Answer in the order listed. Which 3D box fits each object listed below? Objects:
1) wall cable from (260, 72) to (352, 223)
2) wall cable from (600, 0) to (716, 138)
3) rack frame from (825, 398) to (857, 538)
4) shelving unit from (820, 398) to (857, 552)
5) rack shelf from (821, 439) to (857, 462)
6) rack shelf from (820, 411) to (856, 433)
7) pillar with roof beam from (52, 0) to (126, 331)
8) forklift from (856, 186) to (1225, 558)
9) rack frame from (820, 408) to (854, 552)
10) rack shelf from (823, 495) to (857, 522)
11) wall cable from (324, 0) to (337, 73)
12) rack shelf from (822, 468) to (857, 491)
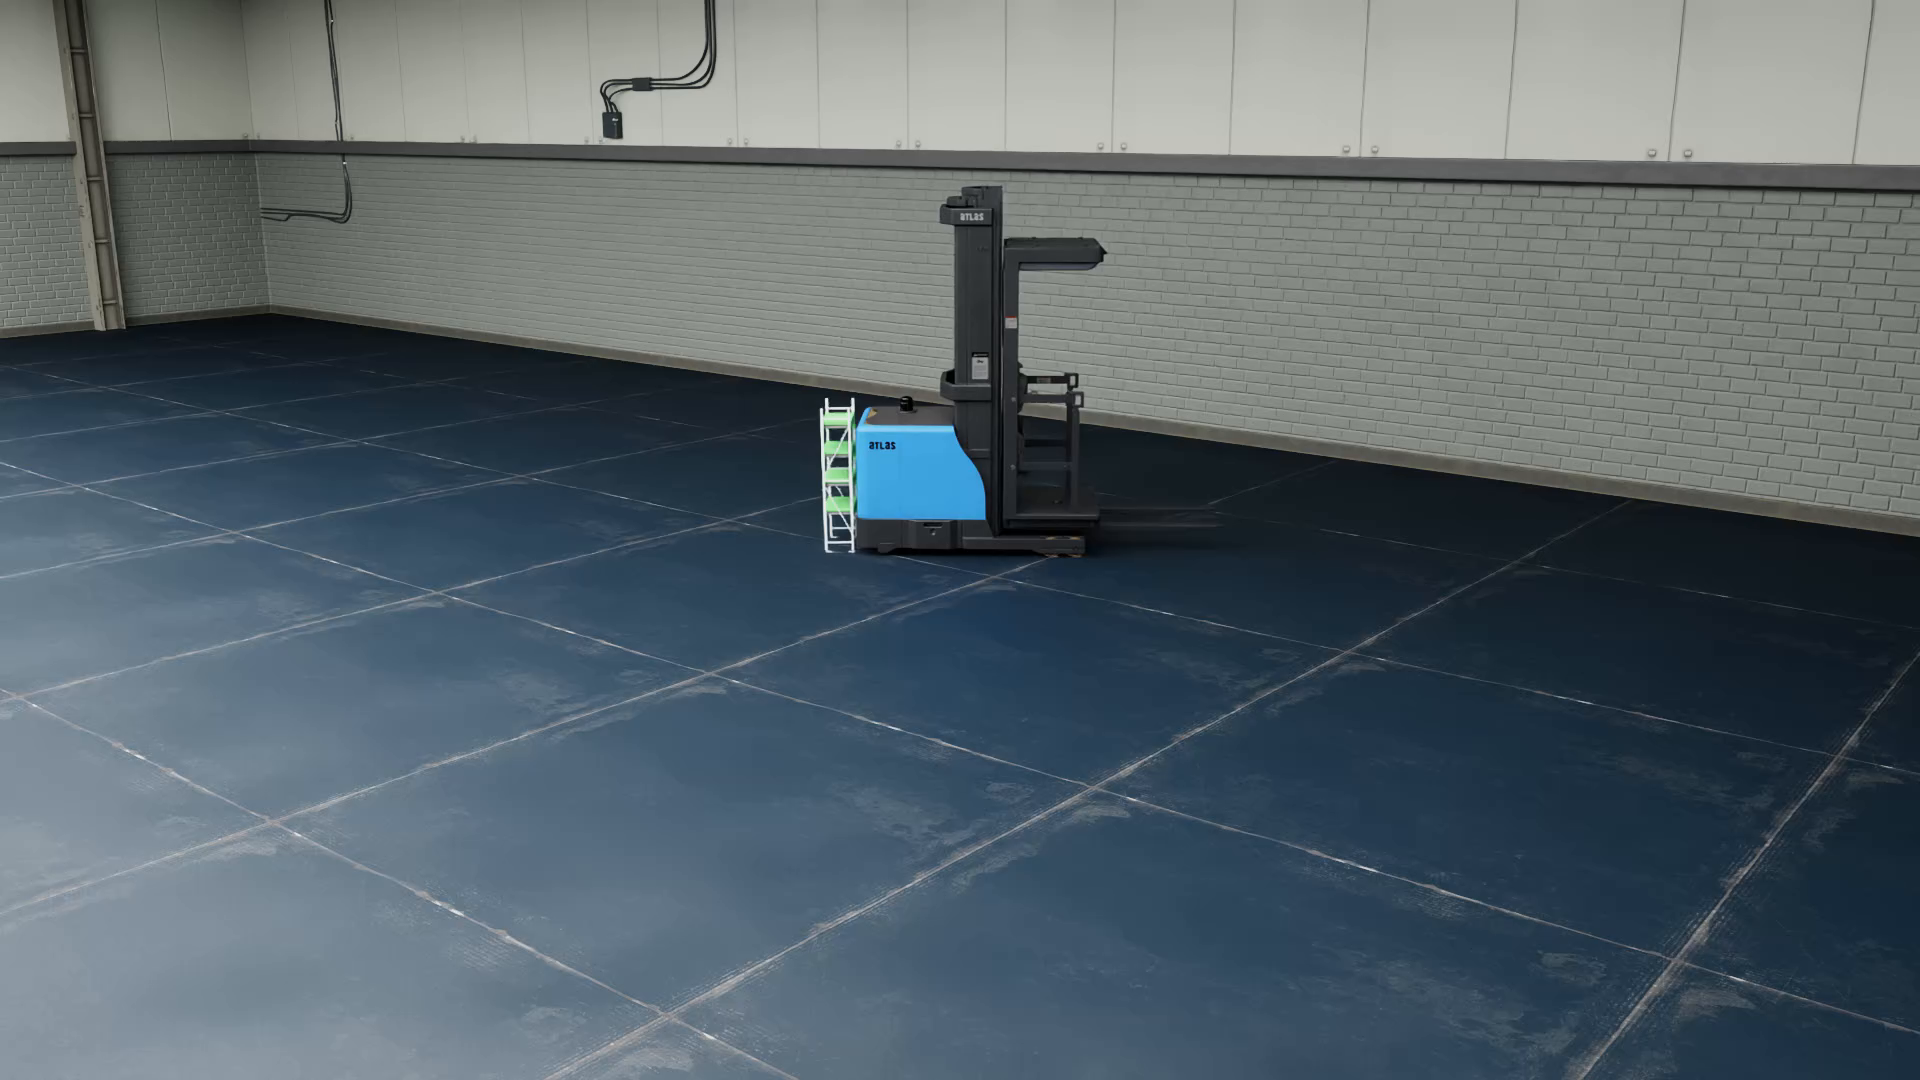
[{"bbox_3d":[-11.552,-6.803,28.931,3.097,2.526,0.112,11,18,38],"label":"wall cable"},{"bbox_3d":[-4.178,-8.484,22.335,2.305,6.003,0.169,11,18,38],"label":"wall cable"},{"bbox_3d":[-0.997,-0.603,14.053,0.240,1.200,0.015,-1,14,1],"label":"rack frame"},{"bbox_3d":[-0.999,-0.543,13.817,0.258,1.200,0.503,-1,14,1],"label":"shelving unit"},{"bbox_3d":[-1.002,-0.714,13.773,0.258,0.148,0.480,-1,14,1],"label":"rack shelf"},{"bbox_3d":[-1.005,-0.947,13.714,0.258,0.148,0.480,-1,14,1],"label":"rack shelf"},{"bbox_3d":[-11.083,-7.282,24.511,9.100,9.000,0.400,11,18,38],"label":"pillar with roof beam"},{"bbox_3d":[0.672,-1.408,13.715,3.031,2.935,1.130,0,14,1],"label":"forklift"},{"bbox_3d":[-1.001,-0.483,13.580,0.240,1.200,0.015,-1,14,1],"label":"rack frame"},{"bbox_3d":[-0.995,-0.249,13.891,0.258,0.148,0.480,-1,14,1],"label":"rack shelf"},{"bbox_3d":[-9.447,-8.832,26.662,3.097,2.526,0.112,11,18,38],"label":"wall cable"},{"bbox_3d":[-0.998,-0.481,13.832,0.258,0.148,0.480,-1,14,1],"label":"rack shelf"}]
